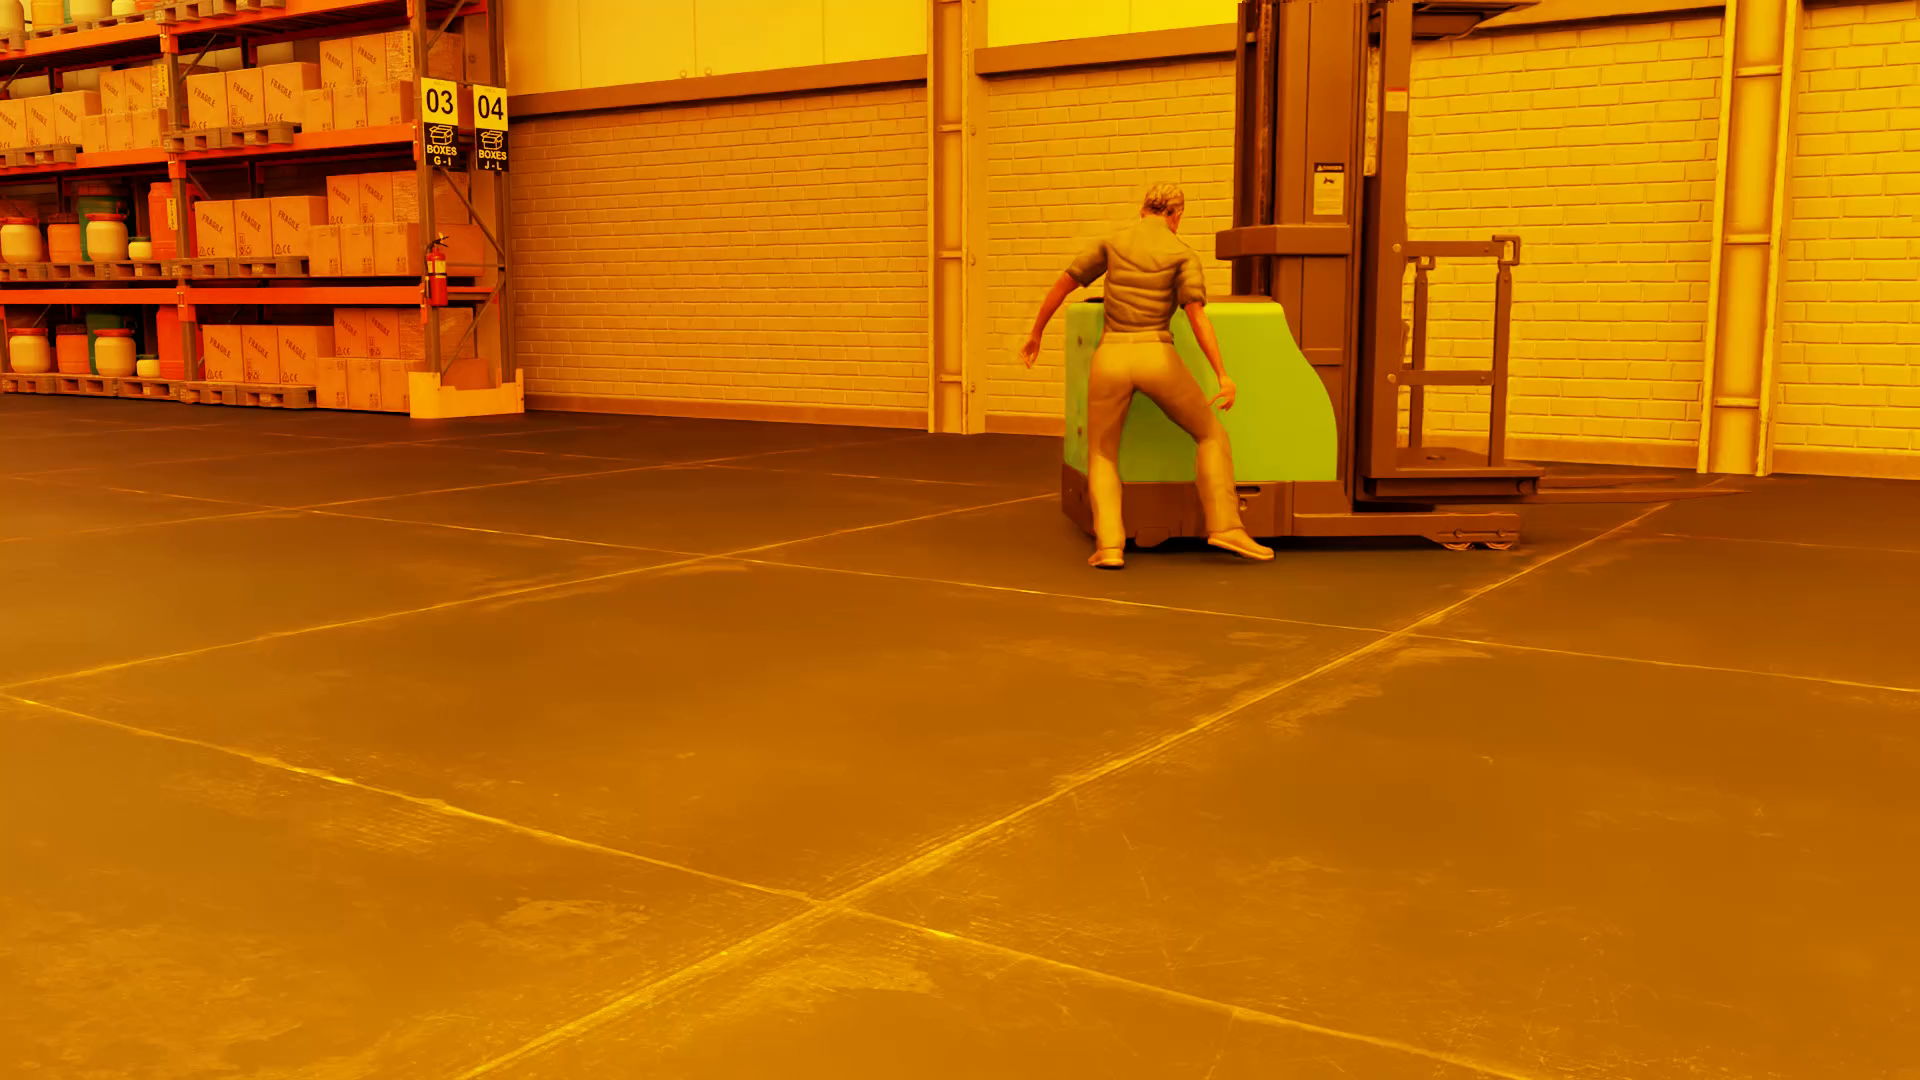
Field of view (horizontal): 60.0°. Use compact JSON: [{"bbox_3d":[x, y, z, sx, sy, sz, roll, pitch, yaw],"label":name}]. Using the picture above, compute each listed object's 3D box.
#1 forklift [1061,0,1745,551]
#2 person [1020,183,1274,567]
[{"bbox_3d":[2.039,-1.478,7.590,3.031,2.935,1.130,-1,8,-5],"label":"forklift"},{"bbox_3d":[0.758,-0.662,6.822,1.067,1.592,0.469,2,8,16],"label":"person"}]
